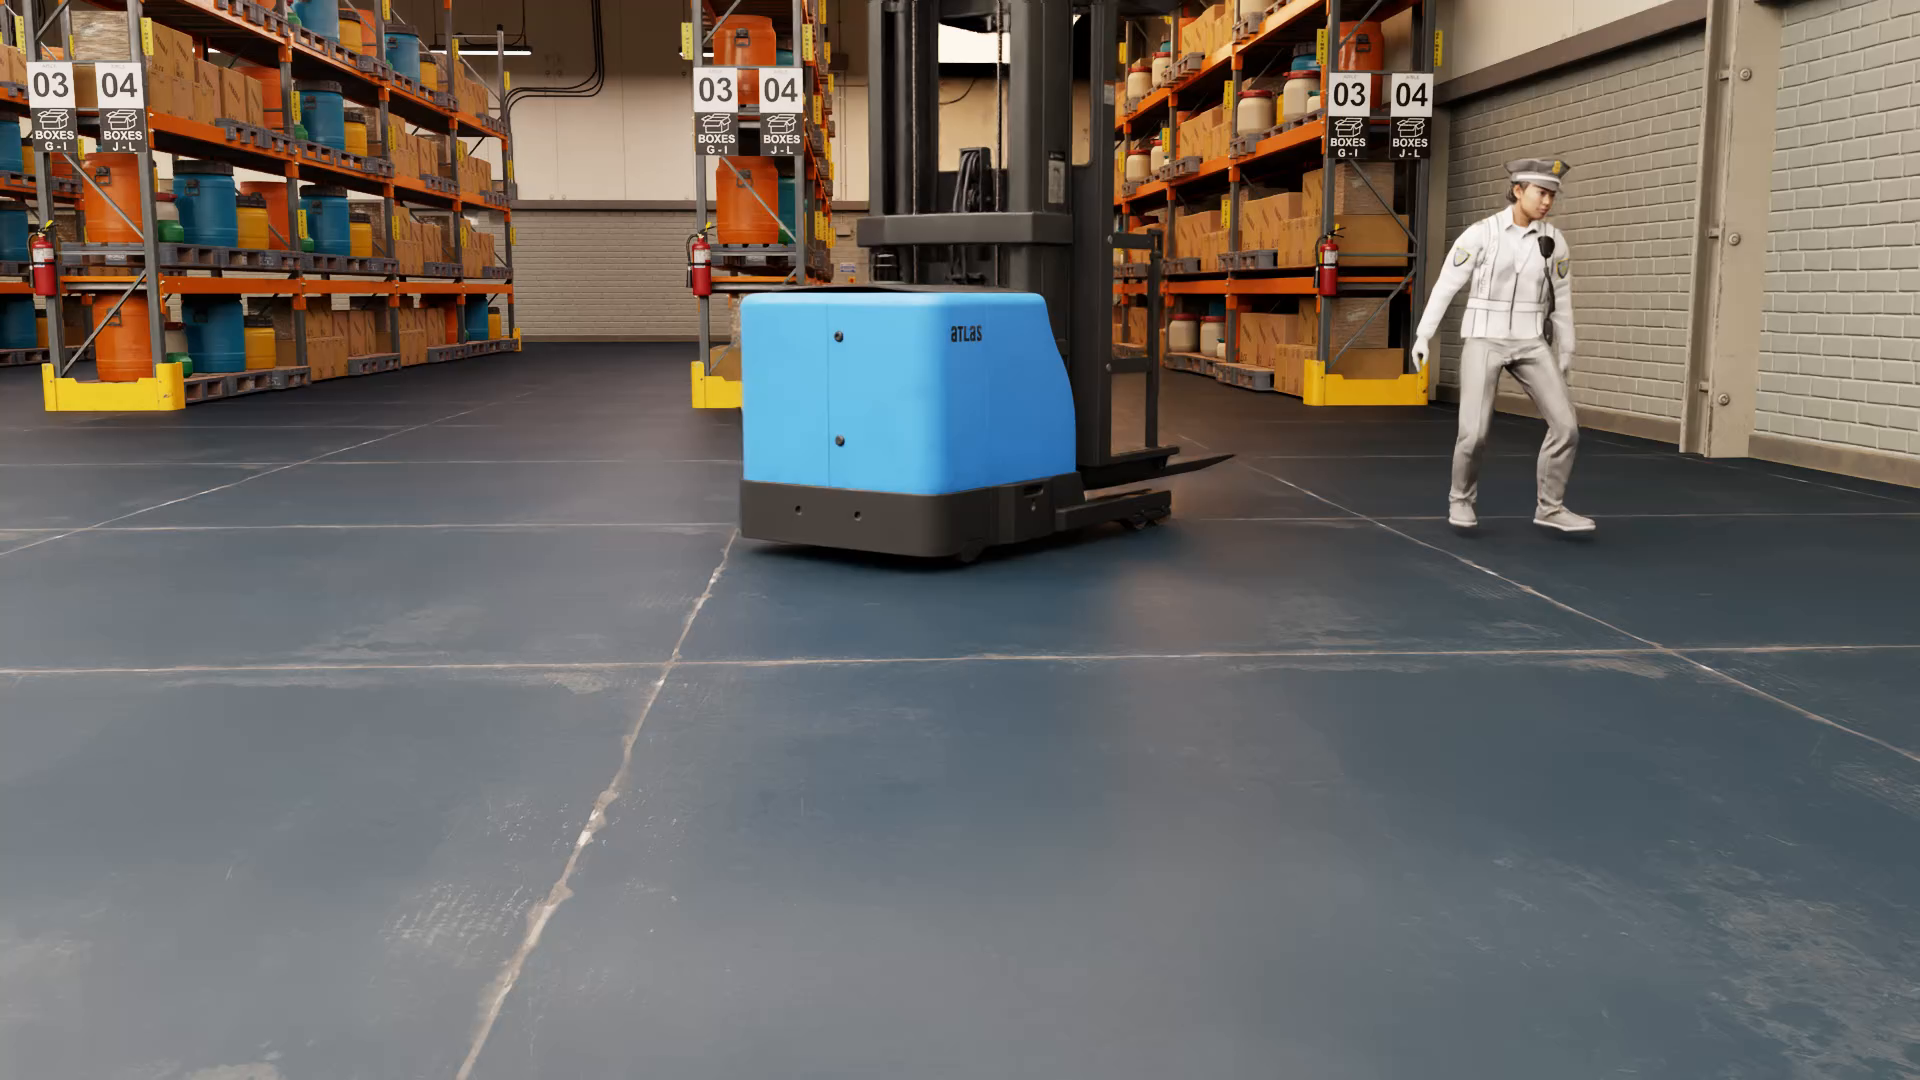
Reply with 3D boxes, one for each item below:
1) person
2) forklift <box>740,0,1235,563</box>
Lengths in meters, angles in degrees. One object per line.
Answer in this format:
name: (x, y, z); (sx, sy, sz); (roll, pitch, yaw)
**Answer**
person: (2.395, -0.846, 7.287); (0.794, 1.602, 0.422); (1, 8, 6)
forklift: (0.335, -1.533, 7.655); (1.130, 2.935, 3.031); (6, 10, 34)
